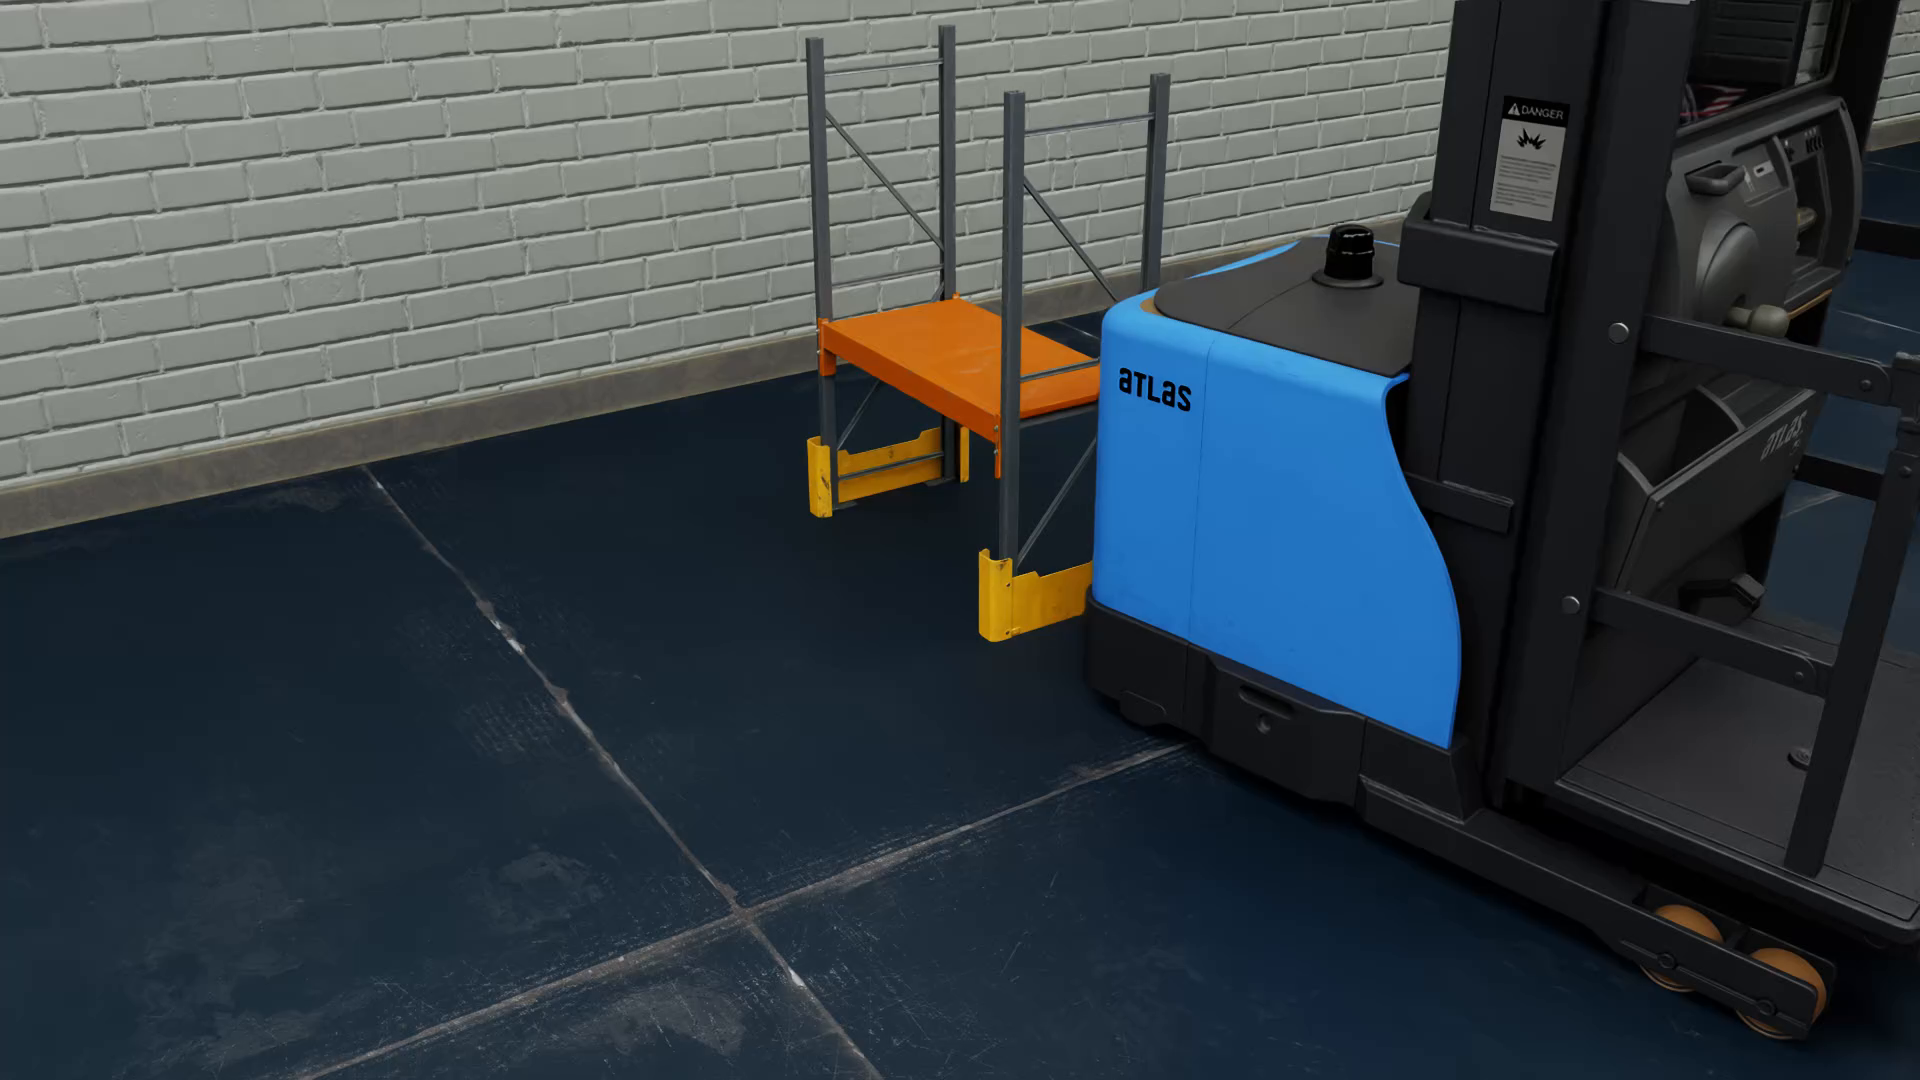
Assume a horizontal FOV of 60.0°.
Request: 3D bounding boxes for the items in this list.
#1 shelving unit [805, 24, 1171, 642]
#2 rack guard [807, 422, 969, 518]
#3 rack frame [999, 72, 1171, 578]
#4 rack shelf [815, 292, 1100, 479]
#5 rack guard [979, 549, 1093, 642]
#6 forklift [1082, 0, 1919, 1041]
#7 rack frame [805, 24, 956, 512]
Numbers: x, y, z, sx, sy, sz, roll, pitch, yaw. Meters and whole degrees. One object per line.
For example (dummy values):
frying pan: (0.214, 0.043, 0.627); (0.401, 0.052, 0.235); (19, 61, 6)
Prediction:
shelving unit: (0.042, -0.651, 4.872); (0.587, 1.500, 1.083); (-16, 29, -30)
rack guard: (-0.230, -0.264, 5.516); (0.587, 0.250, 0.087); (-16, 29, -30)
rack frame: (0.324, -0.466, 4.480); (0.500, 1.500, 0.032); (-16, 29, -30)
rack shelf: (0.047, -0.485, 4.942); (0.538, 0.185, 1.000); (-16, 29, -30)
rack guard: (0.313, 0.092, 4.762); (0.587, 0.250, 0.087); (-16, 29, -30)
forklift: (1.726, -0.615, 3.120); (3.031, 2.935, 1.130); (23, 33, 39)
rack frame: (-0.231, -0.830, 5.250); (0.500, 1.500, 0.032); (-16, 29, -30)
